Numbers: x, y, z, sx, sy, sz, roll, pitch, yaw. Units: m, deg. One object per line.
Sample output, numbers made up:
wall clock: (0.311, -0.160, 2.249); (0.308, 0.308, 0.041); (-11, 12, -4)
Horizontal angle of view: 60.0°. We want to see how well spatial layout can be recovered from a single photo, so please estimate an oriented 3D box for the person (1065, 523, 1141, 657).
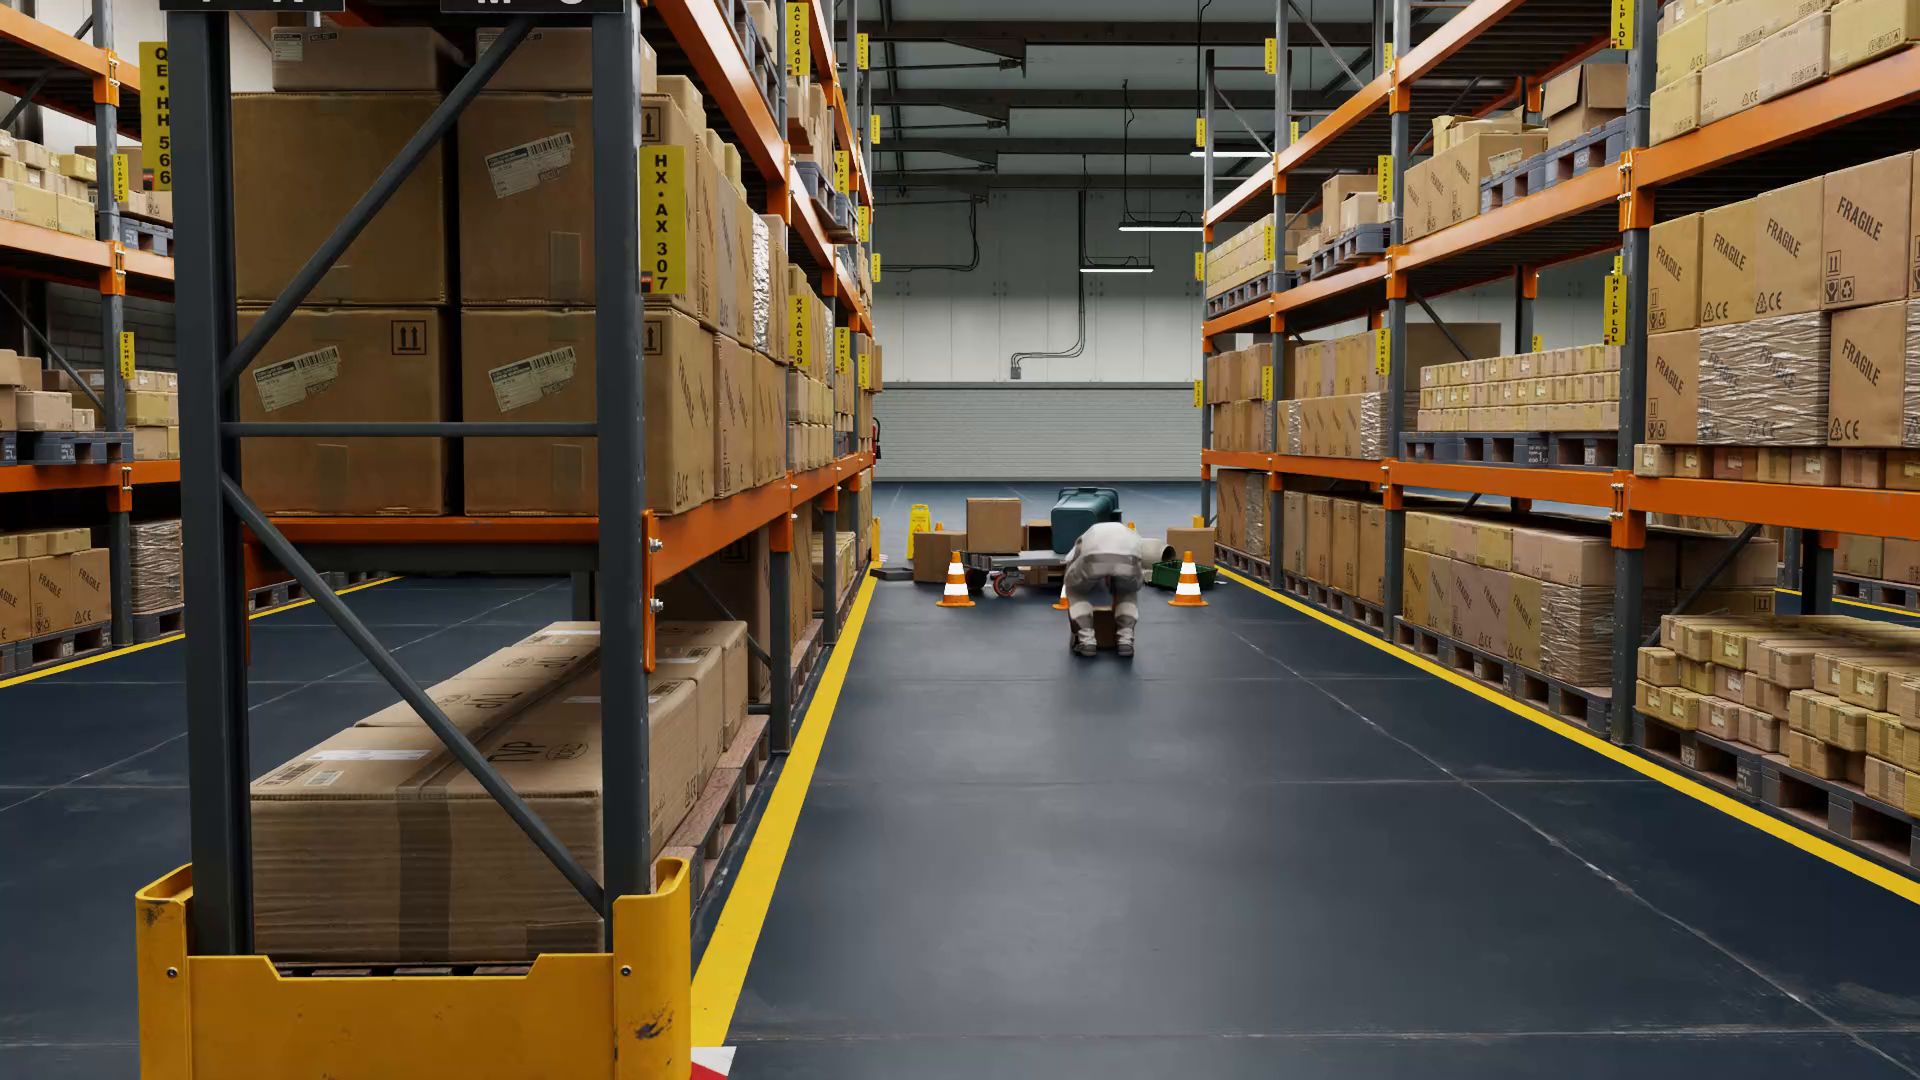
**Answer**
person: (13.238, -0.217, 19.913); (26.103, 0.914, 16.224); (0, 4, -4)
